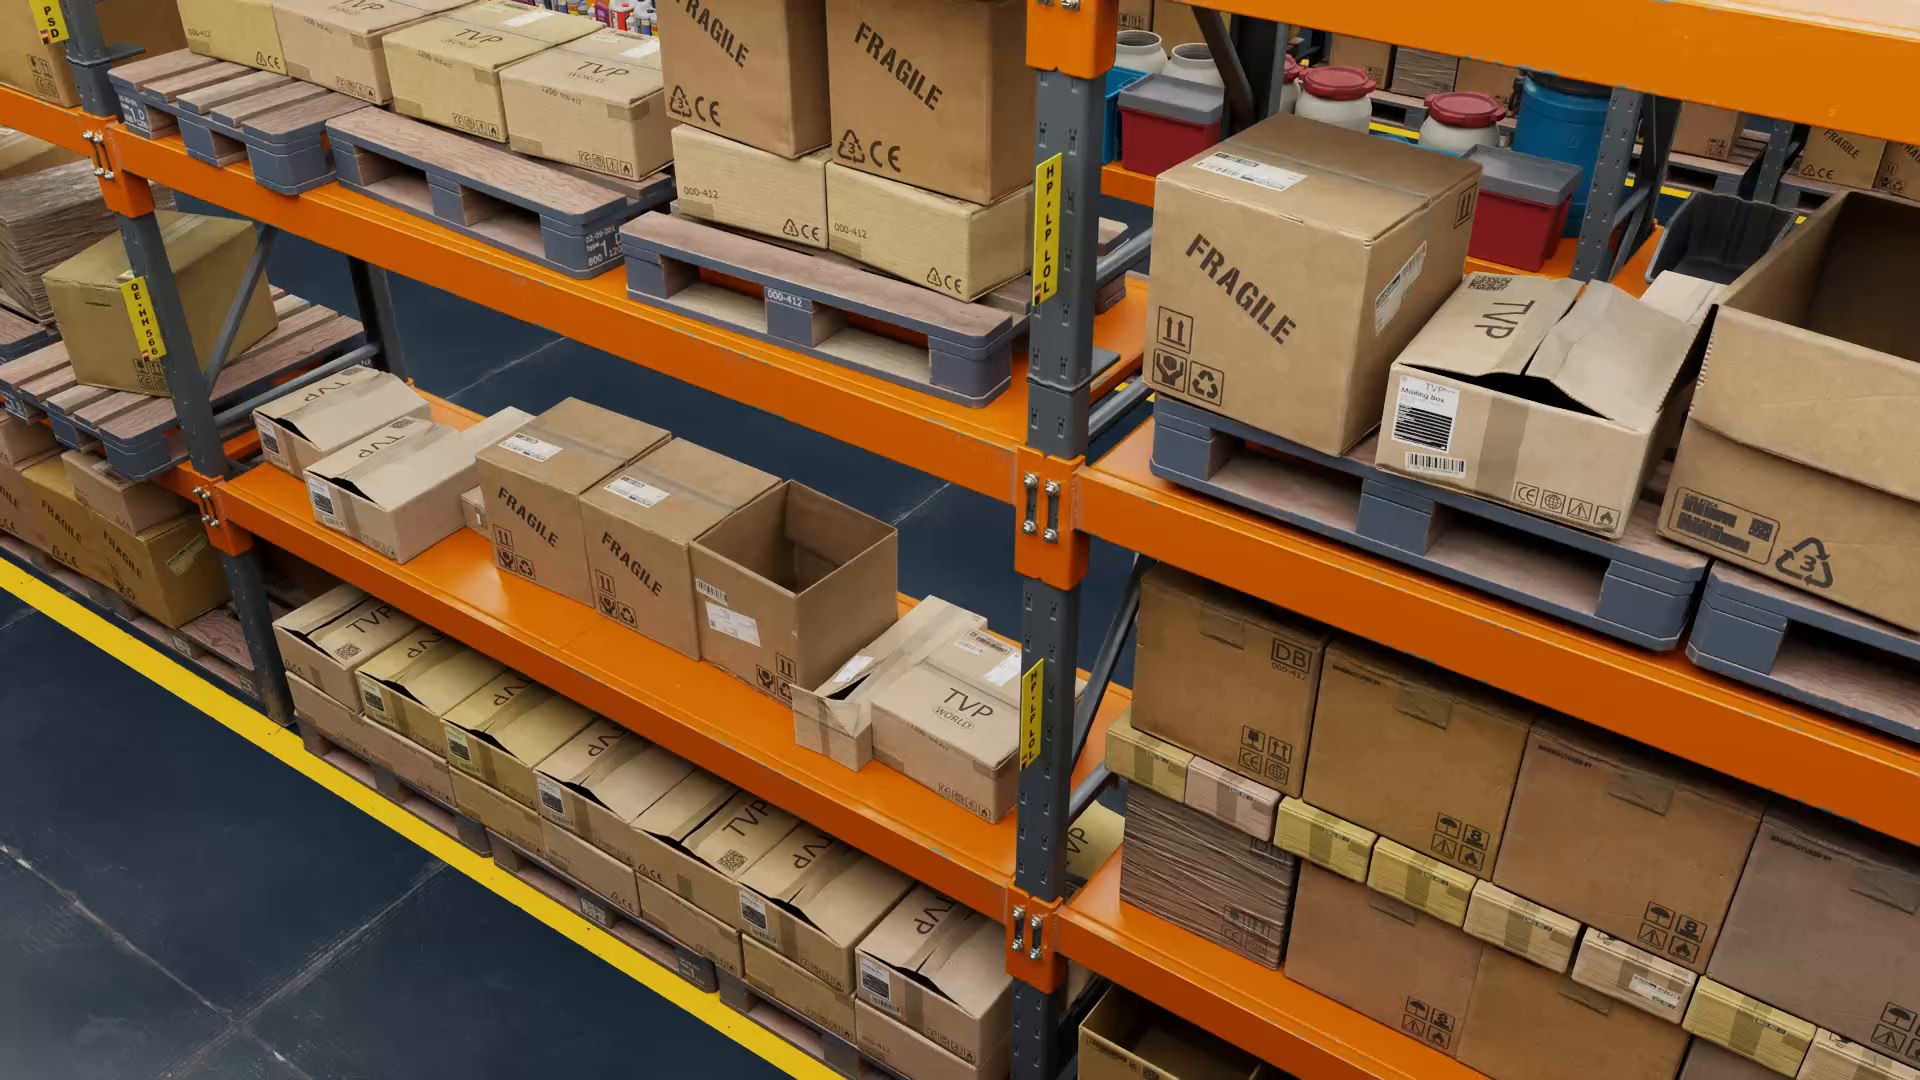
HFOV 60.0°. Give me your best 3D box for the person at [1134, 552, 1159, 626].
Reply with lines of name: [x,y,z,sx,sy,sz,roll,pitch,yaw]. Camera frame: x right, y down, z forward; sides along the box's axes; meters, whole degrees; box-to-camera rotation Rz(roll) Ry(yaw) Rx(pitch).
person: [0.925,0.291,6.702,0.454,1.761,0.635,19,39,26]
